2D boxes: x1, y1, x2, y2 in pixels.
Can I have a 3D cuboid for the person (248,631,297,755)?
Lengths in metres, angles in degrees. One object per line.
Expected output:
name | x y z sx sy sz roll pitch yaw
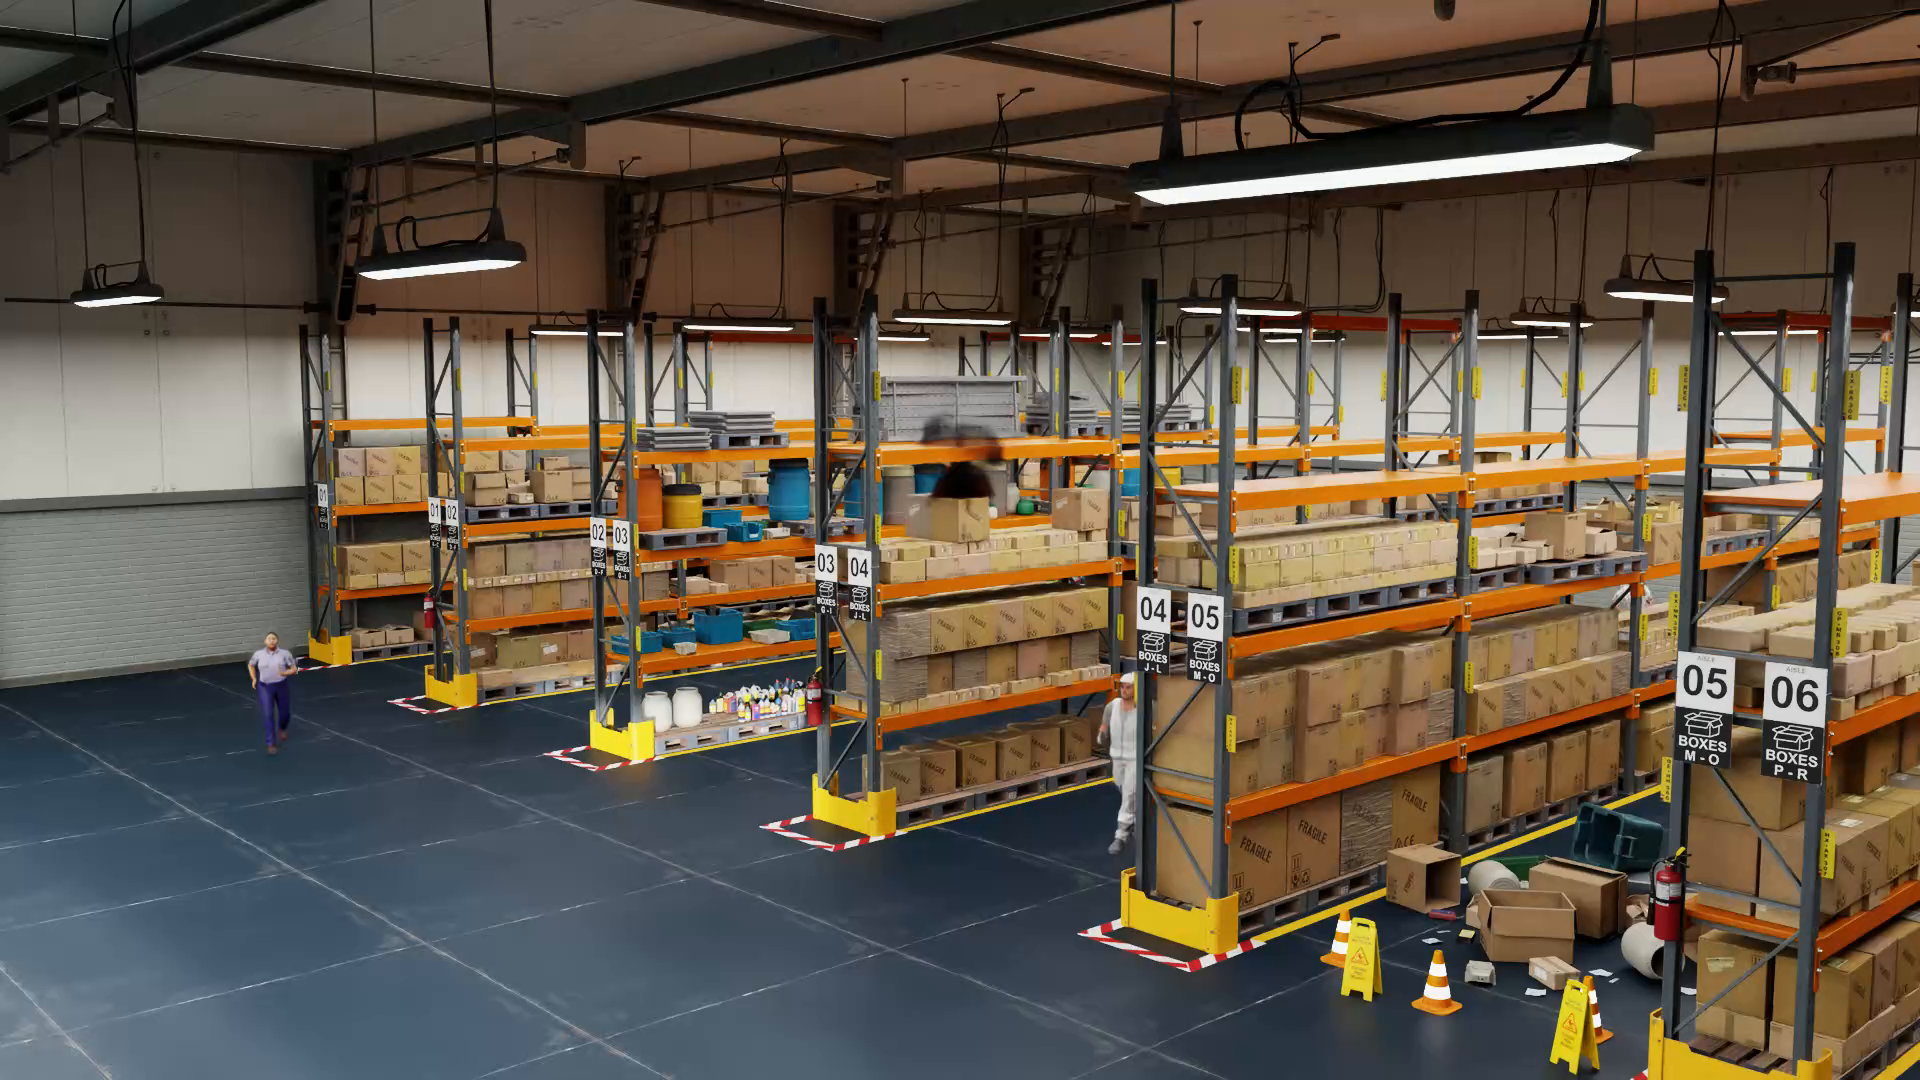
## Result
person | -9.362 2.055 22.680 0.615 1.622 0.863 -3 6 -25

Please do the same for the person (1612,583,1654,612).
person | 11.790 1.386 29.074 0.701 1.734 0.898 0 6 -1

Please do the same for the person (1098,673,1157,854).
person | 1.728 2.272 17.148 0.655 1.817 0.950 4 7 33
